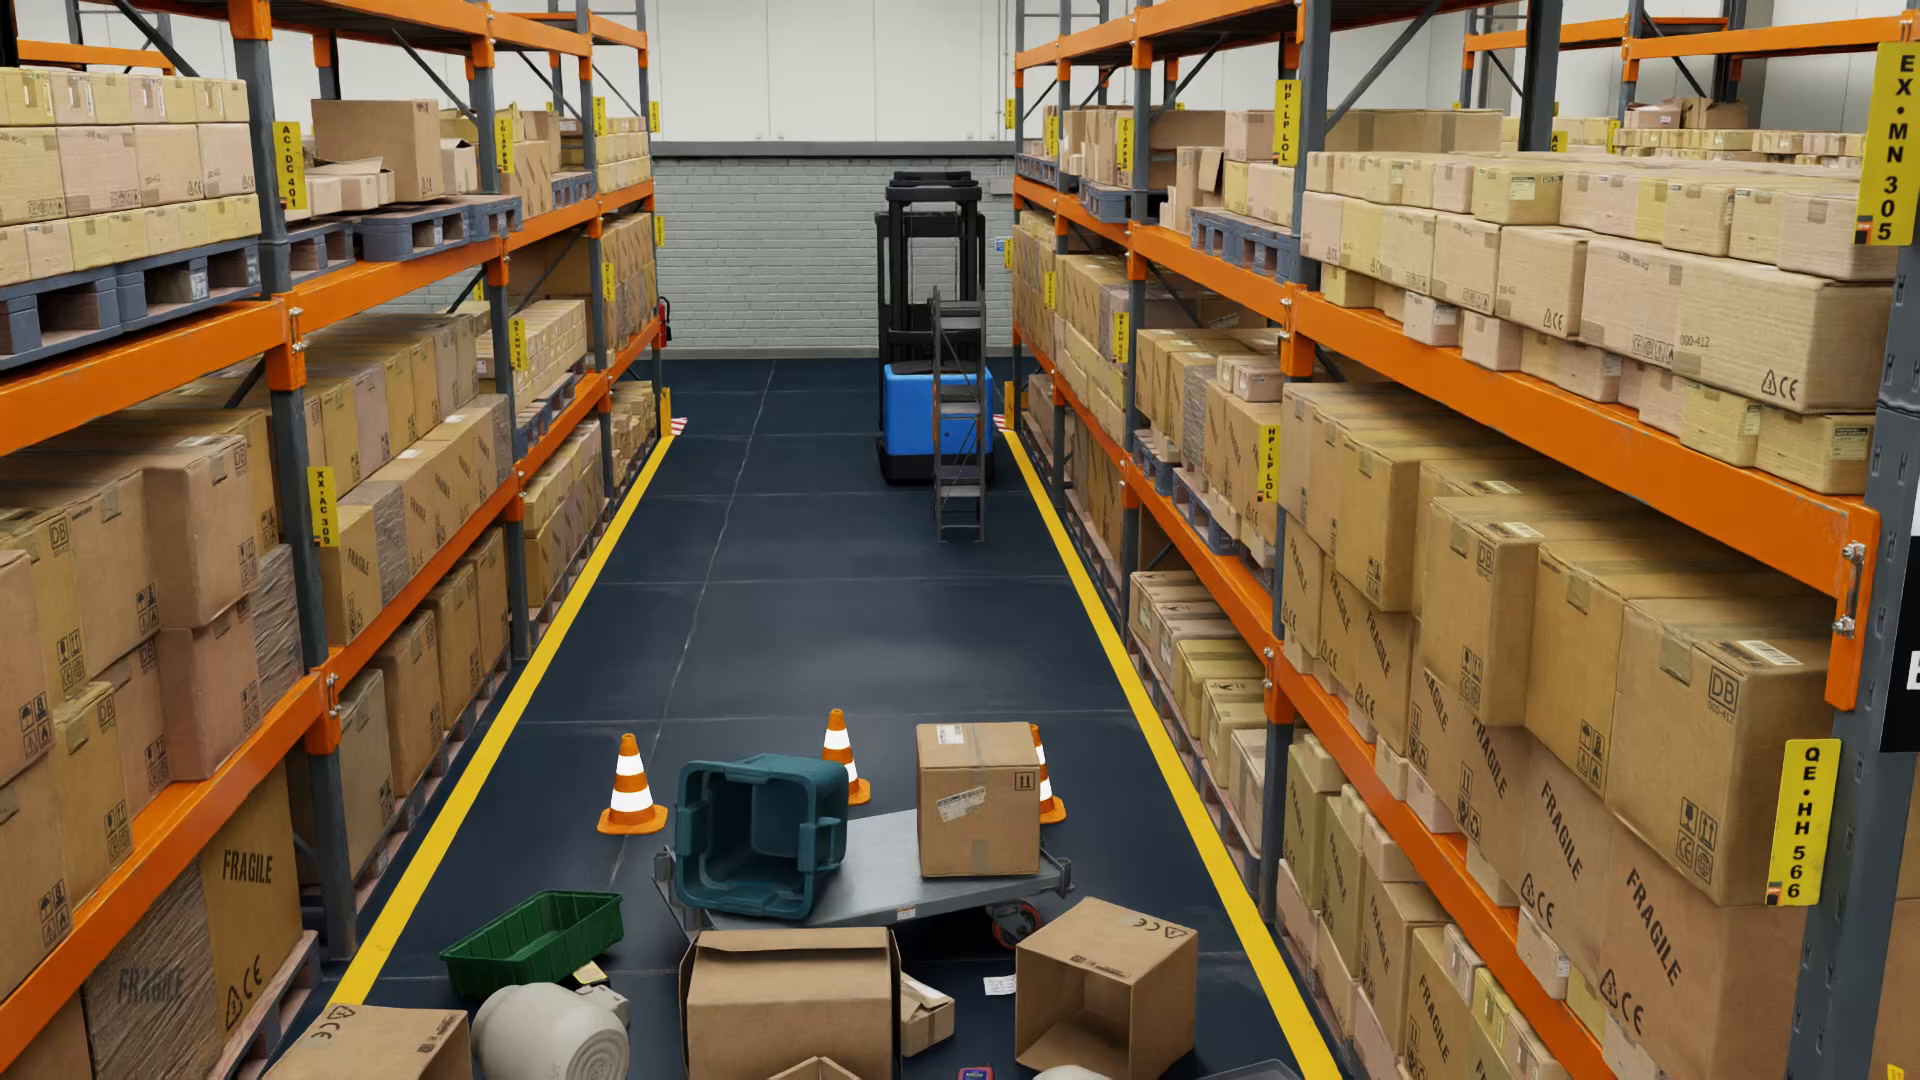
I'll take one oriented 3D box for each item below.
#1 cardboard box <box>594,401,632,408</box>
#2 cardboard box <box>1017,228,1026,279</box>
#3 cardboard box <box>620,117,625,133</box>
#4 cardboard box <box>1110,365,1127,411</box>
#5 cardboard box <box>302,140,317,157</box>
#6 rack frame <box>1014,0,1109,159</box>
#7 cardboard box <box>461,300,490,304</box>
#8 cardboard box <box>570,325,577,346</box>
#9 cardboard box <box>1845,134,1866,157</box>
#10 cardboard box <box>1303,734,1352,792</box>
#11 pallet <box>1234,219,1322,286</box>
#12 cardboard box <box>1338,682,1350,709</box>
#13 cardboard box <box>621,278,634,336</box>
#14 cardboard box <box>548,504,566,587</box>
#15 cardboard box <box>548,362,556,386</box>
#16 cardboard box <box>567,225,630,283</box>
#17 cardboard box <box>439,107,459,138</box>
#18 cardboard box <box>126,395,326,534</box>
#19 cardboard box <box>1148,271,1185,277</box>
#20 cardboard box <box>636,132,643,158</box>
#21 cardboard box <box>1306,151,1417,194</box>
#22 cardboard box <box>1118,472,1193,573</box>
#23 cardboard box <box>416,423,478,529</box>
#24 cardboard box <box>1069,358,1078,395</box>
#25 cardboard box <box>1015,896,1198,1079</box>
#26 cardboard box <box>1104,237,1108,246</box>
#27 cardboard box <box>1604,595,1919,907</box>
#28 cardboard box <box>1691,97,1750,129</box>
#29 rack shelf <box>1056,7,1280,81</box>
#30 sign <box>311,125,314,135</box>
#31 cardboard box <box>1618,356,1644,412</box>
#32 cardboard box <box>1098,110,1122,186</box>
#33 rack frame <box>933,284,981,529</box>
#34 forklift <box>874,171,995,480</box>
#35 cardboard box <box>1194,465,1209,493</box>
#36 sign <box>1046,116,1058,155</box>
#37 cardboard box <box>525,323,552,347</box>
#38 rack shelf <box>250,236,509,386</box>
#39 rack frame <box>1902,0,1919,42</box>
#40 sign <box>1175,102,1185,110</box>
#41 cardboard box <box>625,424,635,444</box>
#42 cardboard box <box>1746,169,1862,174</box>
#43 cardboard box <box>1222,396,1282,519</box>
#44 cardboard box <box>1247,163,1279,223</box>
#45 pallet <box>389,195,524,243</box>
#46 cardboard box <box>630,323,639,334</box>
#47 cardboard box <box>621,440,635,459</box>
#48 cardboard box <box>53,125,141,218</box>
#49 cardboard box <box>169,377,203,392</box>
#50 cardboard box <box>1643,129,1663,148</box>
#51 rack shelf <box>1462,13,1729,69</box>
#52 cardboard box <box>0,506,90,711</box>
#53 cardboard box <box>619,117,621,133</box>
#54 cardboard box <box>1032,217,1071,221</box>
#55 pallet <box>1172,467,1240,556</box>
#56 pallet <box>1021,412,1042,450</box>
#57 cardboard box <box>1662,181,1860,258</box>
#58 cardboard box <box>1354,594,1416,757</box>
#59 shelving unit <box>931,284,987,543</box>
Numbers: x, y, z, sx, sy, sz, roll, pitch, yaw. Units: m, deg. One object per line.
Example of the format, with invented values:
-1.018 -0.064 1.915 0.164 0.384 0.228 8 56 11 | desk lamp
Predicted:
-3.514 -1.308 16.776 0.380 0.149 0.250 -1 14 -5 | cardboard box
0.887 -3.032 17.582 0.500 0.500 0.500 -1 14 -5 | cardboard box
-3.445 -4.004 16.045 0.380 0.149 0.250 -1 14 -5 | cardboard box
1.314 -1.048 11.376 0.500 0.250 0.500 -1 14 -4 | cardboard box
-3.448 -1.886 8.451 0.500 0.311 0.500 -1 14 -4 | cardboard box
1.102 -5.657 17.952 1.000 3.000 0.127 -1 14 -3 | rack frame
-4.019 -1.920 13.935 0.380 0.149 0.250 0 14 -1 | cardboard box
-3.332 -1.657 13.513 0.380 0.149 0.250 0 14 -1 | cardboard box
6.325 -2.704 11.401 0.380 0.149 0.250 -1 14 -5 | cardboard box
1.561 0.867 6.505 0.380 0.149 0.250 -1 14 -3 | cardboard box
1.914 -1.284 7.353 1.213 0.211 1.003 -1 14 -3 | pallet
1.660 0.566 6.312 0.380 0.149 0.250 -1 14 -4 | cardboard box
-3.396 -2.223 15.850 0.500 0.500 0.500 -1 14 -5 | cardboard box
-3.160 0.042 12.016 0.500 0.500 0.500 -1 14 -3 | cardboard box
-3.261 -1.251 12.529 0.380 0.149 0.250 -1 14 -5 | cardboard box
-3.416 -2.702 15.704 0.500 0.500 0.500 -1 14 -3 | cardboard box
-3.721 -2.948 11.708 0.396 0.266 0.258 -1 14 -3 | cardboard box
-3.125 -0.321 7.048 0.700 0.500 0.500 -1 14 -4 | cardboard box
1.727 -1.798 12.789 0.500 0.500 0.500 -1 14 -3 | cardboard box
-3.516 -4.034 16.963 0.500 0.250 0.500 -1 14 -5 | cardboard box
1.540 -1.401 6.334 0.380 0.149 0.250 -1 14 -4 | cardboard box
1.638 -0.109 11.852 0.875 0.875 0.875 -1 14 -4 | cardboard box
-2.980 -0.352 9.175 0.500 0.500 0.500 -1 14 -4 | cardboard box
1.163 -1.314 13.414 0.500 0.250 0.500 -1 14 -4 | cardboard box
0.554 1.730 6.294 0.500 0.500 0.500 10 18 35 | cardboard box
1.500 -2.812 15.427 0.380 0.149 0.250 -1 14 -4 | cardboard box
1.844 0.428 3.540 0.700 0.500 0.500 -1 14 -5 | cardboard box
6.441 -3.621 14.093 0.396 0.266 0.258 -1 14 -3 | cardboard box
1.474 -3.622 12.292 1.077 0.370 4.000 -1 14 -3 | rack shelf
-3.878 -2.355 10.103 0.100 0.325 0.005 -1 14 -3 | sign
1.813 -0.379 3.966 0.380 0.149 0.250 -1 14 -3 | cardboard box
1.347 -2.709 11.474 0.700 0.500 0.500 -2 15 -6 | cardboard box
-0.025 -1.119 14.161 0.400 2.100 0.015 -1 14 -3 | rack frame
-0.311 -2.316 17.145 1.130 2.935 3.031 -1 14 -5 | forklift
1.484 -0.357 9.055 0.380 0.149 0.250 0 14 -2 | cardboard box
0.796 -3.489 14.350 0.100 0.325 0.005 -1 14 -3 | sign
-3.266 -1.537 12.447 0.380 0.149 0.250 -1 14 -4 | cardboard box
-3.212 -1.267 8.355 1.077 0.370 4.000 -1 14 -3 | rack shelf
6.552 -3.745 10.521 1.000 3.000 0.127 -1 14 -3 | rack frame
1.891 -3.623 14.398 0.100 0.325 0.005 -1 14 -3 | sign
-3.403 -1.038 16.322 0.380 0.149 0.250 -1 14 -4 | cardboard box
2.303 -0.896 4.374 0.380 0.149 0.250 0 14 -2 | cardboard box
1.556 -0.397 7.910 0.500 0.500 0.500 -1 14 -3 | cardboard box
1.639 -1.619 7.738 0.500 0.250 0.500 -1 14 -3 | cardboard box
-3.243 -1.862 9.603 1.213 0.211 1.003 0 14 -1 | pallet
-3.495 -2.198 17.052 0.380 0.149 0.250 -2 15 -6 | cardboard box
-3.407 -0.895 16.364 0.380 0.149 0.250 -1 14 -5 | cardboard box
-2.742 -1.073 4.816 0.500 0.250 0.500 -1 14 -4 | cardboard box
-8.669 -1.615 17.703 0.875 0.875 0.875 -1 14 -3 | cardboard box
5.946 -3.351 13.874 0.380 0.149 0.250 -1 14 -4 | cardboard box
6.180 -4.887 16.410 1.077 0.370 4.000 -1 14 -3 | rack shelf
-3.013 0.235 4.627 0.875 0.550 0.500 -1 14 -3 | cardboard box
-3.423 -3.939 15.793 0.380 0.149 0.250 -1 14 -5 | cardboard box
0.940 -3.245 17.111 0.380 0.149 0.250 -1 14 -3 | cardboard box
1.762 -0.177 9.080 1.003 0.211 1.213 -1 14 -3 | pallet
1.230 -1.203 18.279 1.003 0.211 1.213 -1 14 -3 | pallet
1.766 -0.697 3.598 0.380 0.149 0.250 -1 14 -4 | cardboard box
1.667 0.404 5.639 0.500 0.500 0.500 -1 14 -4 | cardboard box
-0.010 -1.058 13.925 0.431 2.100 0.503 -1 14 -3 | shelving unit
